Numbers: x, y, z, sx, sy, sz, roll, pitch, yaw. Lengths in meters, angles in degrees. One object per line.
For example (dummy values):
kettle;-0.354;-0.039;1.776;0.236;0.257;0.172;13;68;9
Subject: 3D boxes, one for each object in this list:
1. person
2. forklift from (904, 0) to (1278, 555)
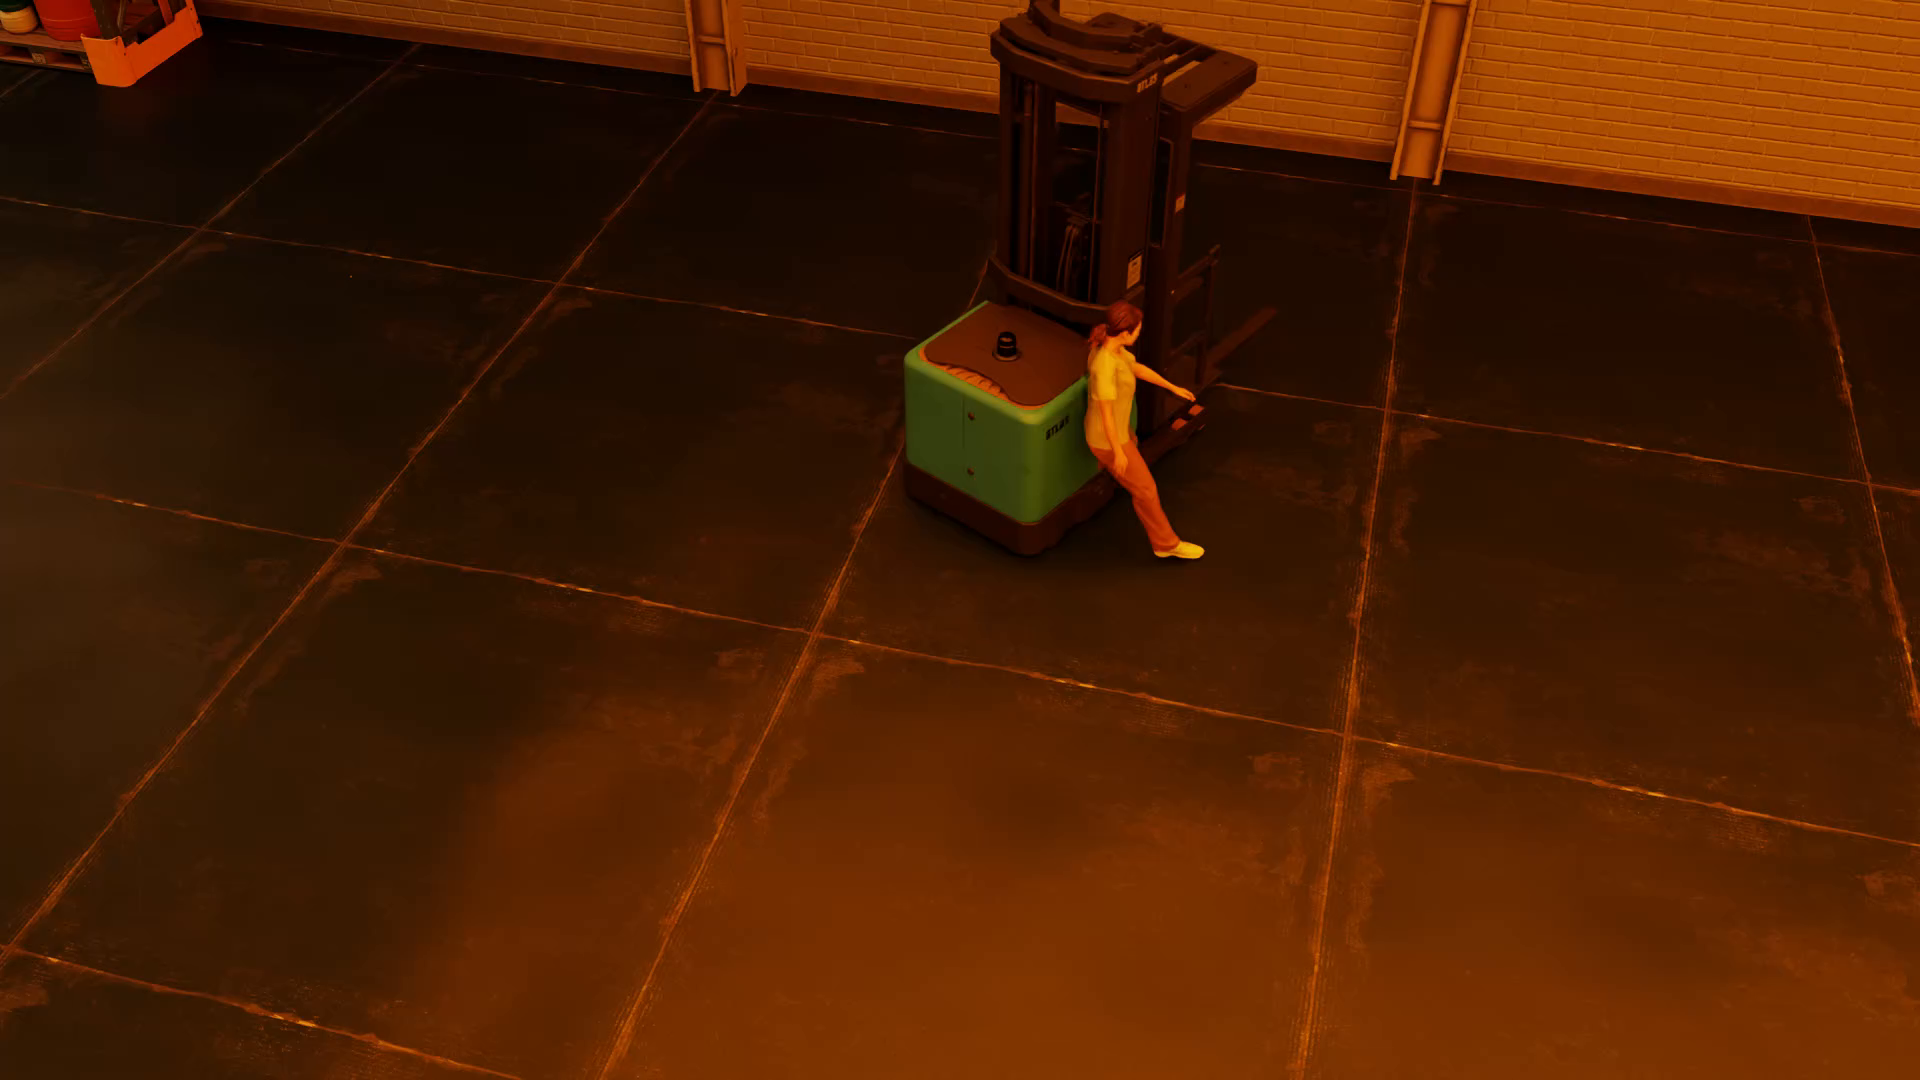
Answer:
person;1.016;-0.646;9.592;0.857;1.564;0.764;-1;41;-1
forklift;0.986;-1.916;10.047;1.130;2.935;3.031;29;49;29
